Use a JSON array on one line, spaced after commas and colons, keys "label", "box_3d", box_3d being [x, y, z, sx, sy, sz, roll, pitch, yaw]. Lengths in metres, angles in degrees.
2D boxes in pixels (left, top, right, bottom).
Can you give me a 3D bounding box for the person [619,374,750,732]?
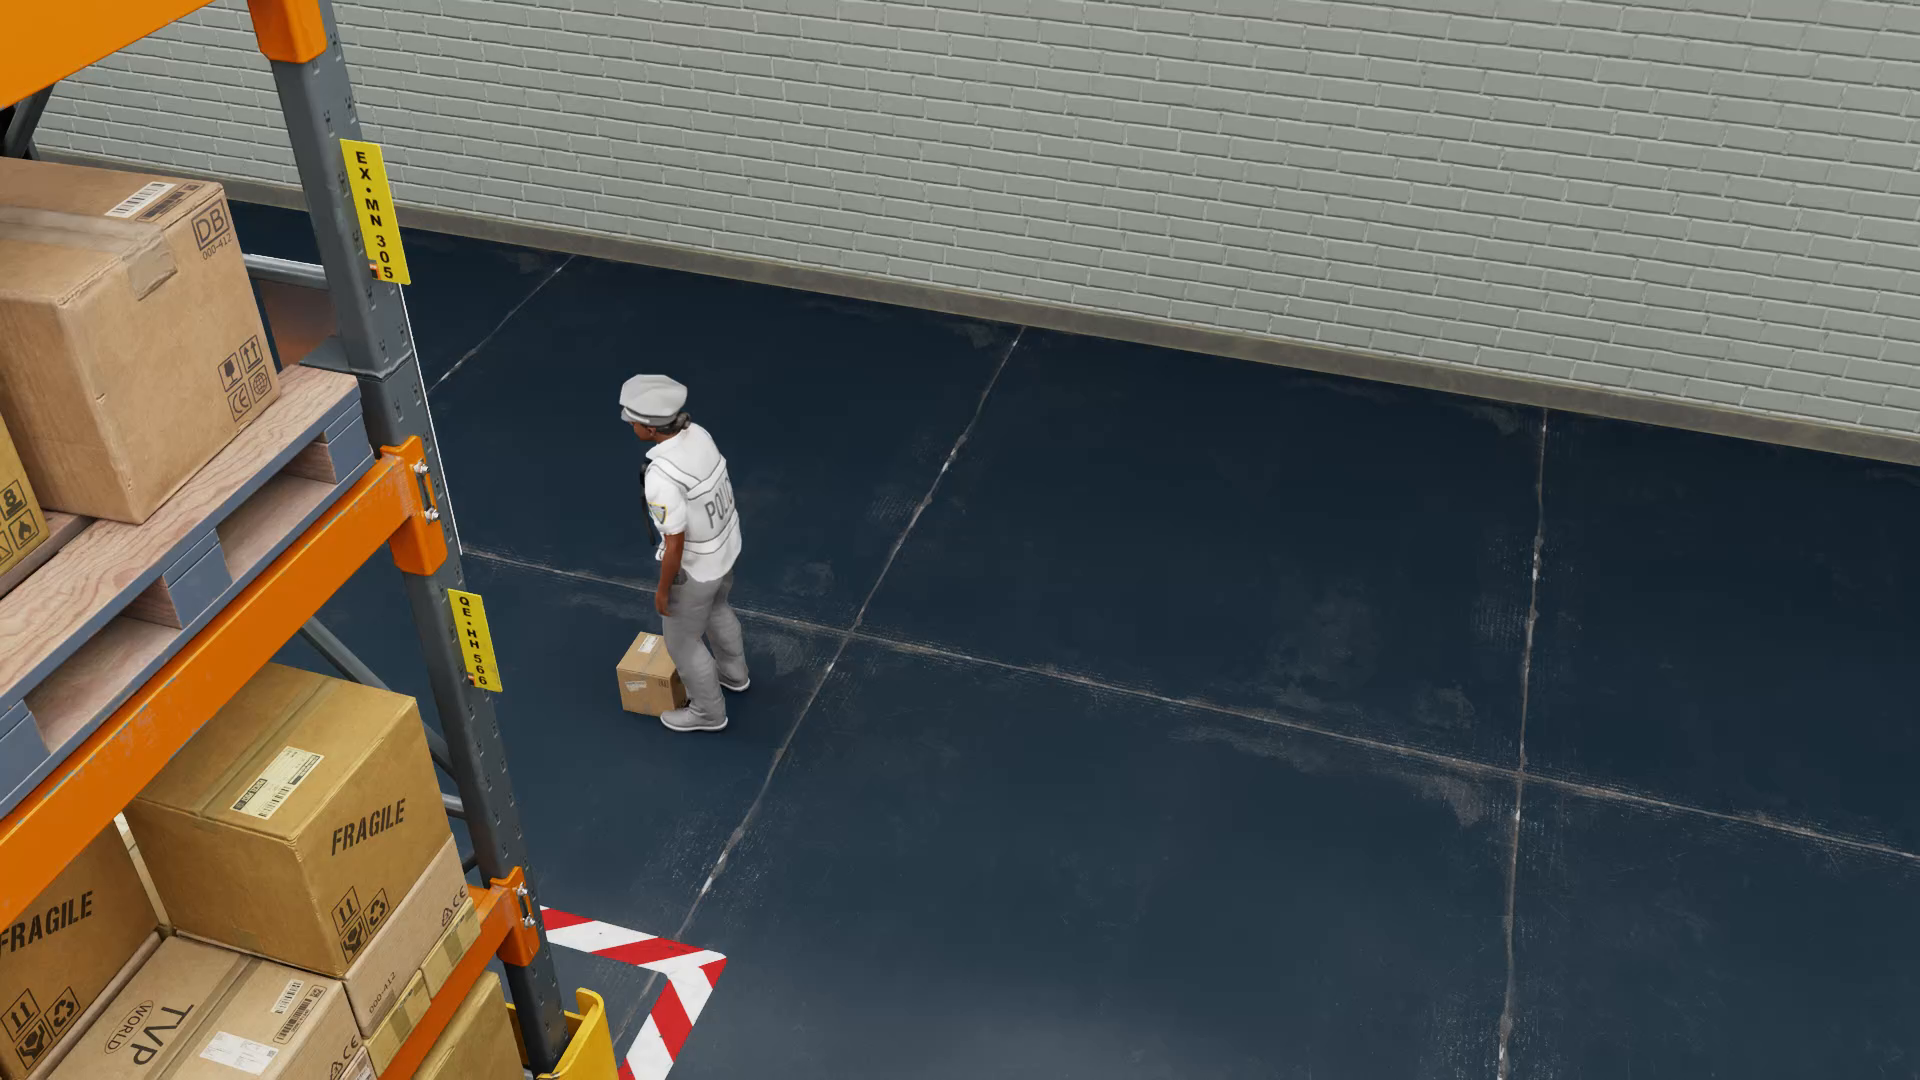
[{"label": "person", "box_3d": [-1.098, 0.072, 6.794, 0.393, 1.662, 0.527, 9, 38, 12]}]
